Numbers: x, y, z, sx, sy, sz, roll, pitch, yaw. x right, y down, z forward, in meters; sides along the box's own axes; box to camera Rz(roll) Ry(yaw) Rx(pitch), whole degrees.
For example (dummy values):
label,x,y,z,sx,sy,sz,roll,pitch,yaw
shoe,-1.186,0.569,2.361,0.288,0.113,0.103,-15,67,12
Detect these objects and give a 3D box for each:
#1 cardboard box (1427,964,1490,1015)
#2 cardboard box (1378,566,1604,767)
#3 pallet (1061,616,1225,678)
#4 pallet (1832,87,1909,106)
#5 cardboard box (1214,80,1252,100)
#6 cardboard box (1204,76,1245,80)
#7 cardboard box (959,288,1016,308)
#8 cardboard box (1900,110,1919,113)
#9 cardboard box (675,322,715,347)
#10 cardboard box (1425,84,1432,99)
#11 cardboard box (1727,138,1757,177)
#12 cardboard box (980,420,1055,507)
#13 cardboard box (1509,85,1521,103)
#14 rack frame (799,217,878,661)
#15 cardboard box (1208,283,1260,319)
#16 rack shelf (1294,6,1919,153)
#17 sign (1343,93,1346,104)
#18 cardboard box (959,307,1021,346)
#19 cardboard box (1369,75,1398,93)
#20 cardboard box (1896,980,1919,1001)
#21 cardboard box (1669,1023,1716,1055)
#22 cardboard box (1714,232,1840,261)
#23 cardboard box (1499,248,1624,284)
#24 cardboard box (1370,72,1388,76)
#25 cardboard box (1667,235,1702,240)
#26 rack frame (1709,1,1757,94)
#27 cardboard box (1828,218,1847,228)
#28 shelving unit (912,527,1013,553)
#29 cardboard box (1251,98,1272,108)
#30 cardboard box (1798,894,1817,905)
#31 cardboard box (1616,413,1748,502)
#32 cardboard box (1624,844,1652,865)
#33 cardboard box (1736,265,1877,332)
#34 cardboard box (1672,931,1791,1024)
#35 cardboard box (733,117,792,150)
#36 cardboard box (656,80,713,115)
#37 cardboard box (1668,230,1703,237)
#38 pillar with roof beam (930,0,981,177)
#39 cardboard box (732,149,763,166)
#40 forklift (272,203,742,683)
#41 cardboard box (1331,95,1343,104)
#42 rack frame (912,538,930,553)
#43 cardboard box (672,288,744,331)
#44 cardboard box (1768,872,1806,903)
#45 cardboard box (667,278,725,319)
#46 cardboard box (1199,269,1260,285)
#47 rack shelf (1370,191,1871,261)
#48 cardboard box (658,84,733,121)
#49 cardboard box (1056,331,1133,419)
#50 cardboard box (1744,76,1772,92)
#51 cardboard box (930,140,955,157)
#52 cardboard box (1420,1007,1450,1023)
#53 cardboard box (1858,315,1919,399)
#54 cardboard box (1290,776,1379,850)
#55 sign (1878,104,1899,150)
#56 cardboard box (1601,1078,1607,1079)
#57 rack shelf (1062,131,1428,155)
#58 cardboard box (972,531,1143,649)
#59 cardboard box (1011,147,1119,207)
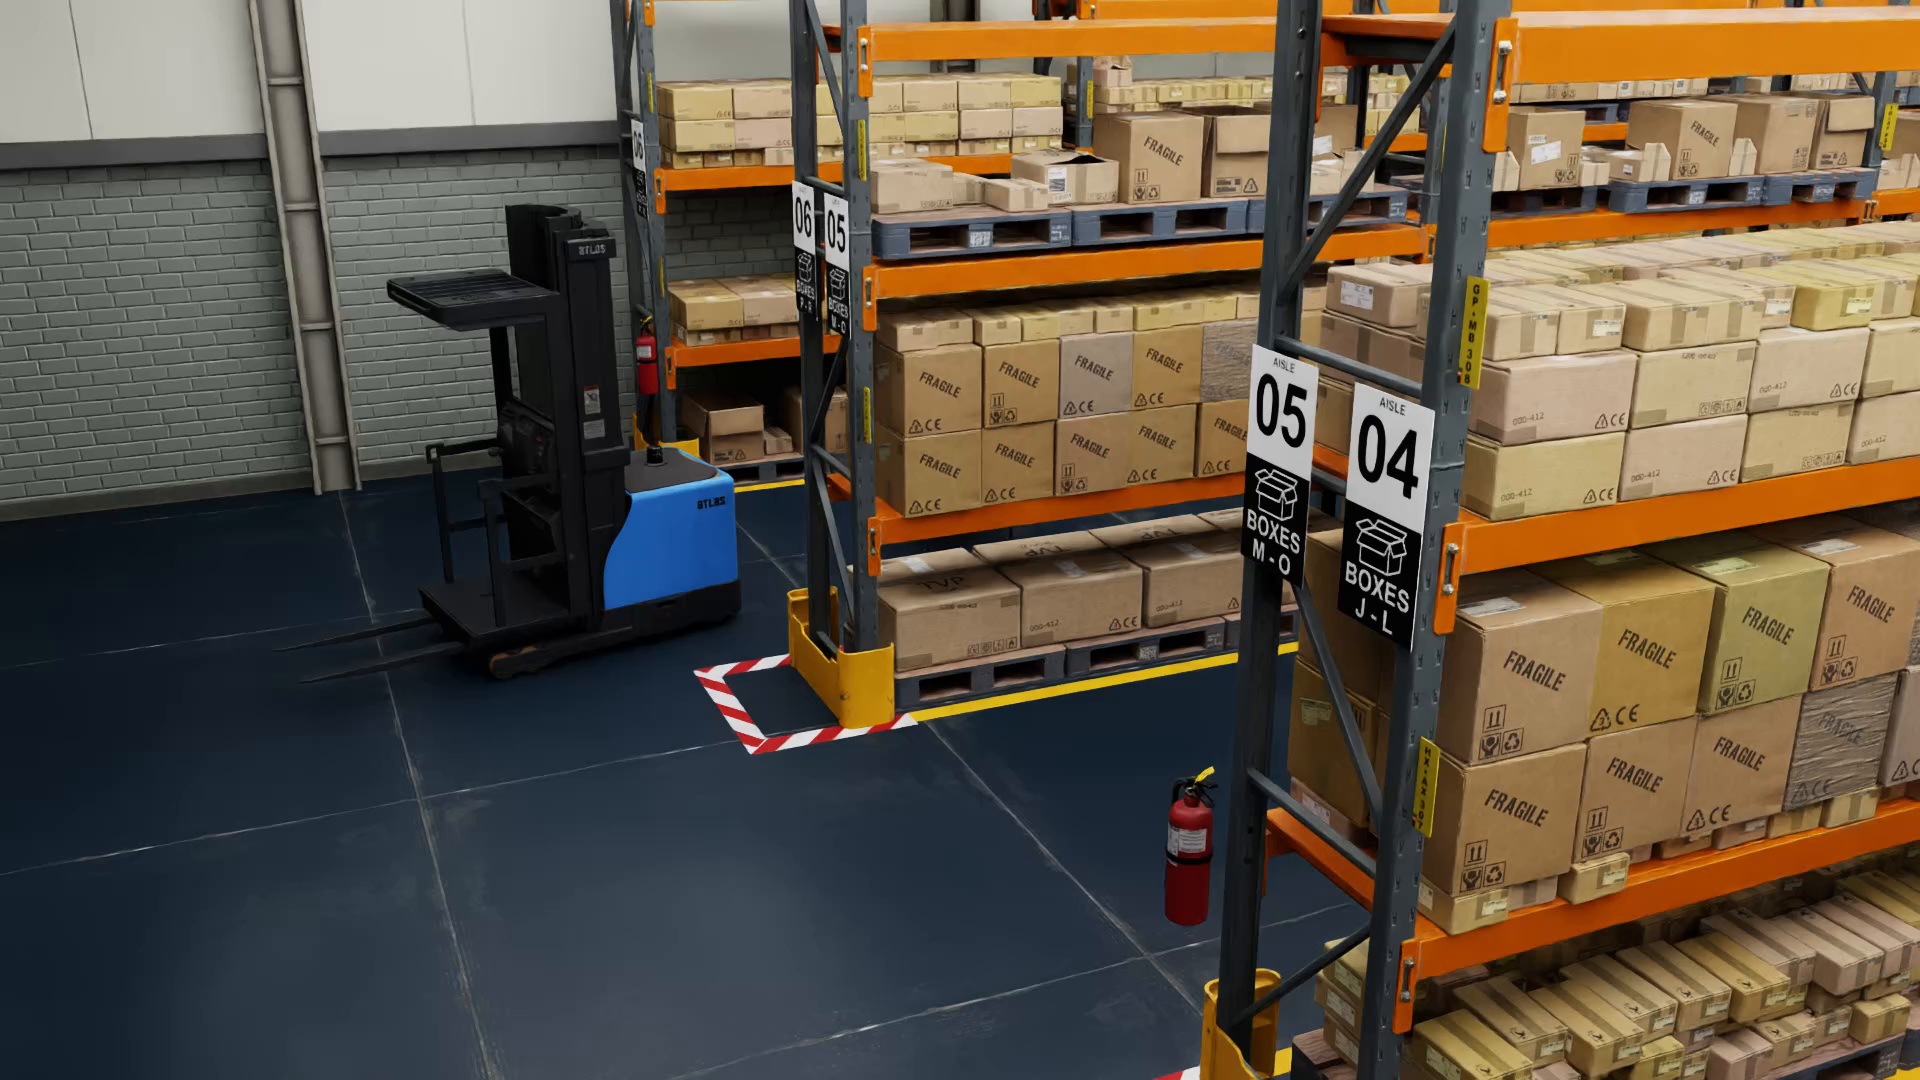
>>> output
label,x,y,z,sx,sy,sz,roll,pitch,yaw
cardboard box,1.939,1.752,6.795,0.250,0.149,0.380,-8,21,-21
cardboard box,1.817,0.411,5.735,0.500,0.500,0.500,-8,21,-22
pallet,1.068,0.579,11.560,1.213,0.211,1.003,-8,21,-22
pallet,10.187,-5.192,19.369,1.213,0.211,1.003,-8,21,-22
cardboard box,2.553,-4.265,15.751,0.250,0.149,0.380,-8,21,-22
cardboard box,2.584,-4.455,16.290,0.250,0.149,0.380,-8,21,-21
cardboard box,0.171,-1.502,10.639,0.250,0.149,0.380,-8,21,-21
cardboard box,7.981,-3.173,13.346,0.637,0.503,0.797,-8,21,-22
cardboard box,-2.313,-1.802,14.503,0.250,0.149,0.380,-8,21,-22
cardboard box,5.186,-4.777,17.498,0.500,0.250,0.500,-8,21,-22
cardboard box,5.466,-2.762,11.904,0.258,0.266,0.396,-9,21,-23
cardboard box,0.254,-0.546,10.405,0.500,0.500,0.500,-8,21,-23
cardboard box,5.384,-4.742,17.023,0.500,0.500,0.500,-8,21,-21
rack frame,-0.754,-0.448,10.278,0.127,3.000,1.000,-8,21,-22
cardboard box,1.804,-1.547,10.768,0.250,0.149,0.380,-8,21,-22
rack shelf,3.136,-1.704,5.900,4.000,0.370,1.077,-8,21,-22
sign,2.695,-2.946,11.603,0.005,0.325,0.100,-8,21,-22
cardboard box,0.178,-1.291,10.038,0.250,0.149,0.380,-7,21,-20
cardboard box,4.141,-4.548,16.585,0.250,0.149,0.380,-9,21,-24
cardboard box,3.969,1.885,7.313,0.250,0.149,0.380,-9,21,-23
cardboard box,2.831,1.921,6.761,0.250,0.149,0.380,-9,21,-25
cardboard box,3.149,-1.085,6.443,0.250,0.149,0.380,-9,21,-24
cardboard box,2.189,-0.958,6.081,0.250,0.149,0.380,-8,21,-21
cardboard box,4.175,-4.722,17.078,0.250,0.149,0.380,-9,21,-24
cardboard box,7.936,-3.323,18.669,0.500,0.250,0.500,-8,21,-21
rack frame,8.295,-6.370,18.063,0.127,3.000,1.000,-8,21,-22
cardboard box,10.212,-3.766,19.551,0.500,0.500,0.500,-8,21,-22
shelving unit,0.006,-0.708,13.275,0.755,1.500,0.431,-8,21,-22
cardboard box,2.783,-4.157,15.891,0.250,0.149,0.380,-8,21,-21
cardboard box,3.858,1.617,7.626,0.250,0.149,0.380,-9,21,-25
cardboard box,2.299,-0.345,5.695,0.500,0.250,0.500,-7,21,-20
cardboard box,2.396,1.083,6.308,0.250,0.149,0.380,-7,21,-19
cardboard box,2.905,-0.838,5.742,0.250,0.149,0.380,-7,21,-20
cardboard box,3.116,1.770,6.744,0.250,0.149,0.380,-8,21,-21
cardboard box,-1.749,-3.494,14.190,0.500,0.250,0.500,-8,21,-21
cardboard box,-2.426,-3.825,14.378,0.500,0.250,0.500,-9,21,-23
cardboard box,7.946,-3.562,18.596,0.500,0.250,0.500,-9,21,-23
pillar with roof beam,1.658,-4.188,11.866,0.400,9.000,9.100,-8,21,-22
cardboard box,-1.866,-3.300,14.239,0.250,0.149,0.380,-8,21,-22
forklift,-3.062,-0.666,11.001,3.031,2.935,1.130,-13,23,-33
cardboard box,3.684,-4.325,16.398,0.250,0.149,0.380,-8,21,-22
rack frame,-0.330,-0.660,13.139,0.023,1.500,0.400,-8,21,-22
cardboard box,-2.200,-2.008,14.488,0.500,0.250,0.500,-8,21,-22
cardboard box,3.589,1.486,7.549,0.250,0.149,0.380,-8,21,-21
cardboard box,-2.406,-2.172,14.953,0.500,0.250,0.500,-8,21,-20
cardboard box,1.827,-1.738,11.308,0.250,0.149,0.380,-8,21,-22
rack shelf,4.756,-2.313,12.141,4.000,0.370,1.077,-8,21,-22
cardboard box,-2.216,-3.663,13.918,0.500,0.250,0.500,-8,21,-23
cardboard box,0.741,-1.083,10.426,0.500,0.500,0.500,-8,21,-22
cardboard box,8.828,-5.048,18.421,0.250,0.149,0.380,-8,21,-21
cardboard box,-0.224,-3.525,14.880,0.250,0.149,0.380,-7,21,-20
cardboard box,1.933,1.880,6.879,0.250,0.149,0.380,-9,21,-23
cardboard box,3.217,-0.709,5.976,0.500,0.250,0.500,-9,21,-24
cardboard box,1.487,1.038,6.437,0.250,0.149,0.380,-8,21,-22
sign,6.804,-3.026,12.186,0.005,0.325,0.100,-8,21,-22
cardboard box,2.341,2.129,6.618,0.250,0.149,0.380,-8,21,-21
rack shelf,2.786,-3.826,16.439,4.000,0.370,1.077,-8,21,-22
cardboard box,0.650,0.322,11.316,0.875,0.438,0.875,-8,21,-20
cardboard box,0.641,-2.248,10.224,0.500,0.311,0.500,-8,21,-21
